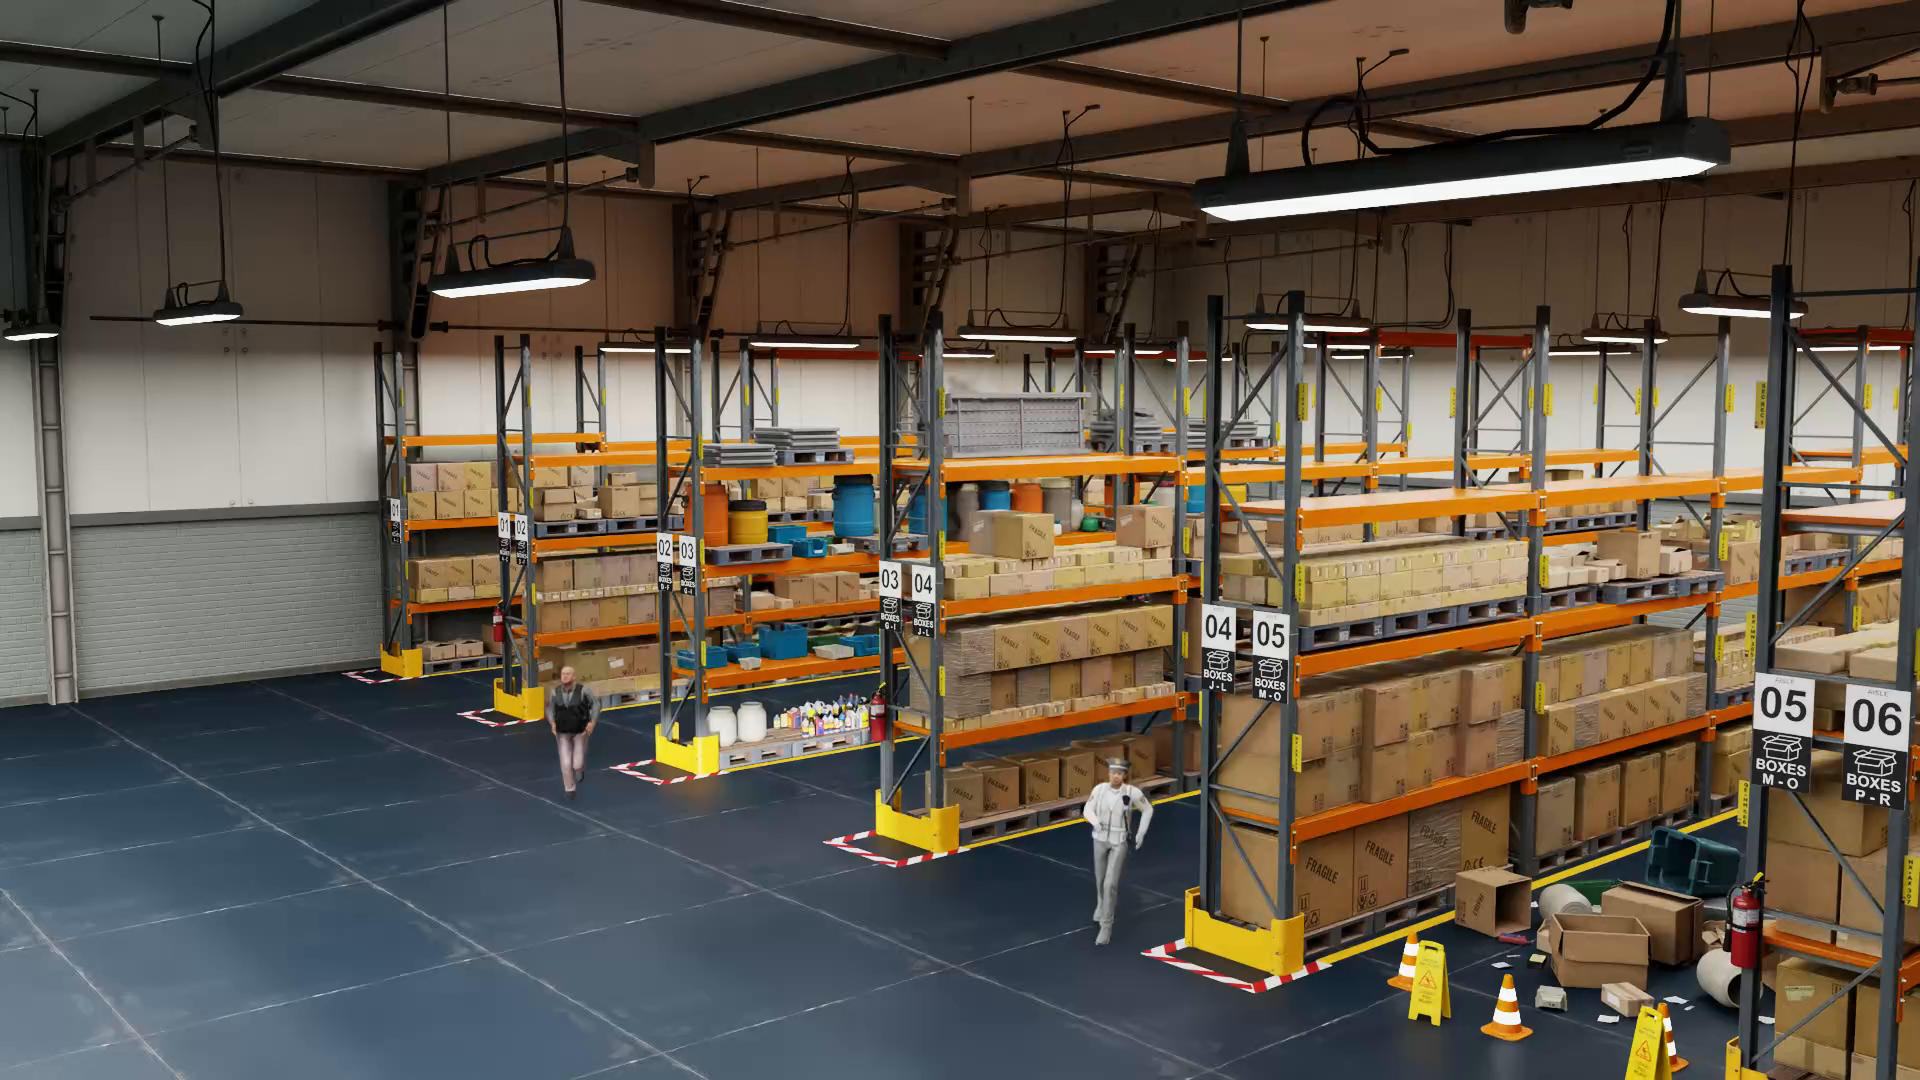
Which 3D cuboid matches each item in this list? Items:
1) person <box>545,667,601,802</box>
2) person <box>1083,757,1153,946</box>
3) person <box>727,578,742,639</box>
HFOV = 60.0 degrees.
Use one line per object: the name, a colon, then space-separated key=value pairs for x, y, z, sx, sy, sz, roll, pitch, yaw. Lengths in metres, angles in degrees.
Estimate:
person: x=-4.884 y=2.429 z=20.976 sx=0.678 sy=1.701 sz=0.628 roll=0 pitch=5 yaw=-1
person: x=1.468 y=2.887 z=15.738 sx=0.642 sy=1.727 sz=0.803 roll=2 pitch=6 yaw=21
person: x=-4.224 y=1.518 z=31.095 sx=0.590 sy=1.647 sz=0.589 roll=-5 pitch=7 yaw=-45
